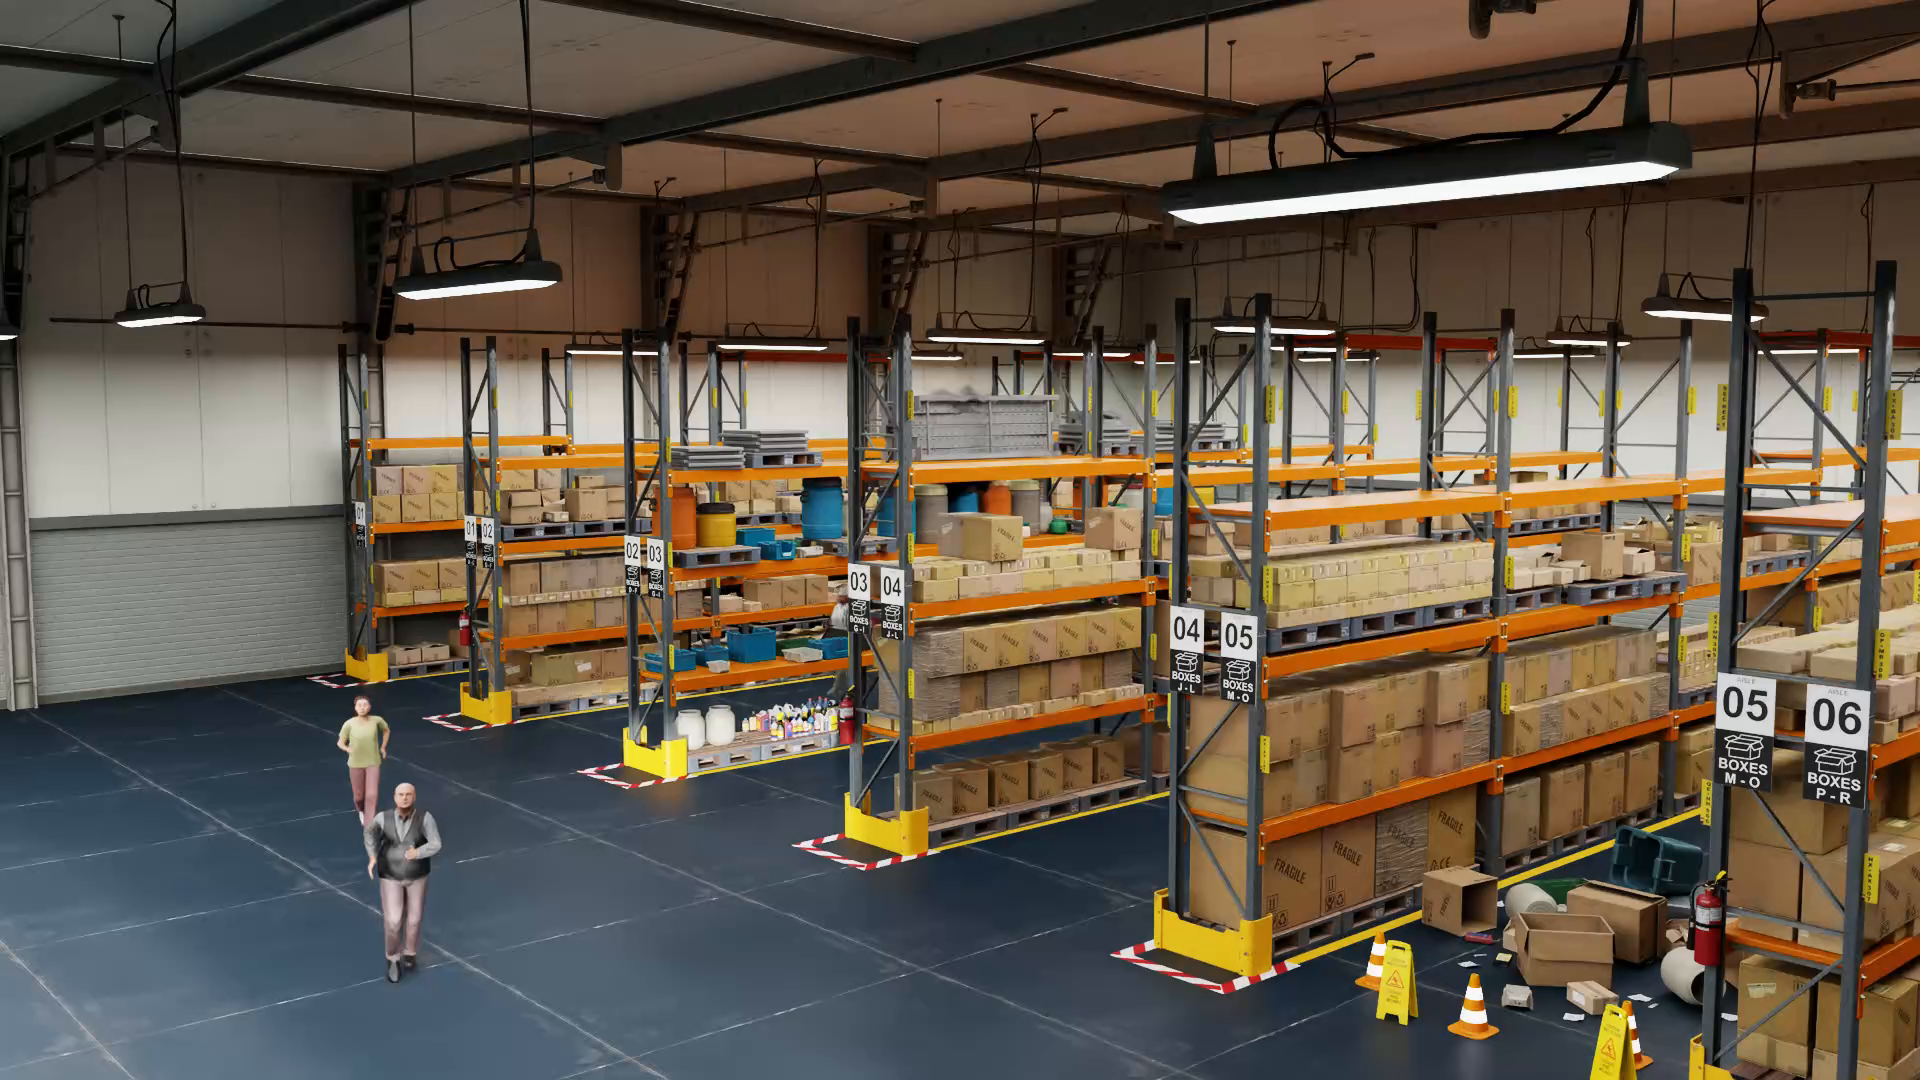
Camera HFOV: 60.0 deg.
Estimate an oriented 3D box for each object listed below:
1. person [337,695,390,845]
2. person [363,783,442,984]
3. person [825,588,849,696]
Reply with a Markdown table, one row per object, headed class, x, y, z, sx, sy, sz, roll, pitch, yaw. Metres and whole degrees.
| class | x | y | z | sx | sy | sz | roll | pitch | yaw |
| --- | --- | --- | --- | --- | --- | --- | --- | --- | --- |
| person | -6.871 | 2.610 | 19.198 | 0.578 | 1.664 | 0.934 | -2 | 5 | -20 |
| person | -4.889 | 3.001 | 14.633 | 0.638 | 1.737 | 0.686 | -2 | 6 | -22 |
| person | -1.873 | 1.620 | 26.829 | 0.581 | 1.725 | 0.850 | 4 | 7 | 40 |
